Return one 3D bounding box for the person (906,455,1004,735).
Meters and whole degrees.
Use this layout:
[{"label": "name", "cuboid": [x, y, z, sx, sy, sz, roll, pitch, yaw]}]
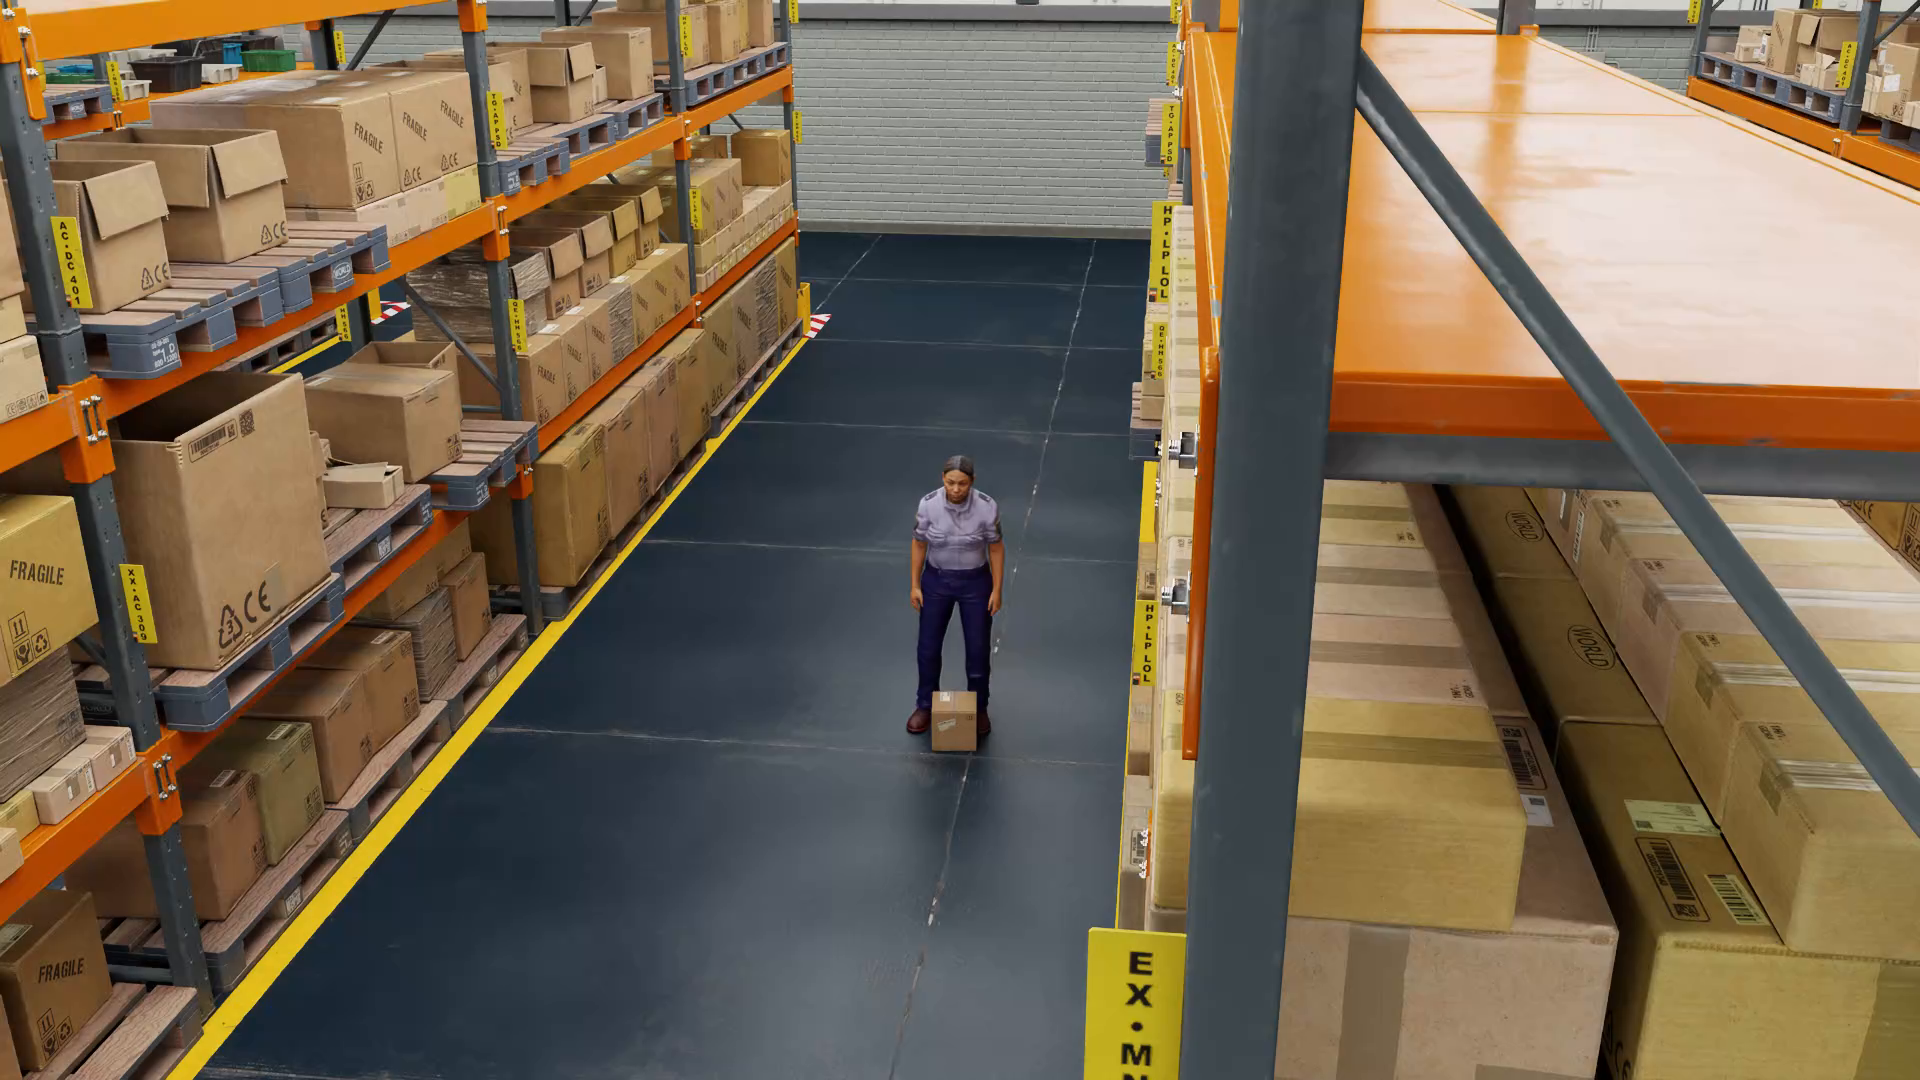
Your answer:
[{"label": "person", "cuboid": [-0.027, 0.287, 9.364, 0.545, 1.648, 0.371, 2, 21, 6]}]
